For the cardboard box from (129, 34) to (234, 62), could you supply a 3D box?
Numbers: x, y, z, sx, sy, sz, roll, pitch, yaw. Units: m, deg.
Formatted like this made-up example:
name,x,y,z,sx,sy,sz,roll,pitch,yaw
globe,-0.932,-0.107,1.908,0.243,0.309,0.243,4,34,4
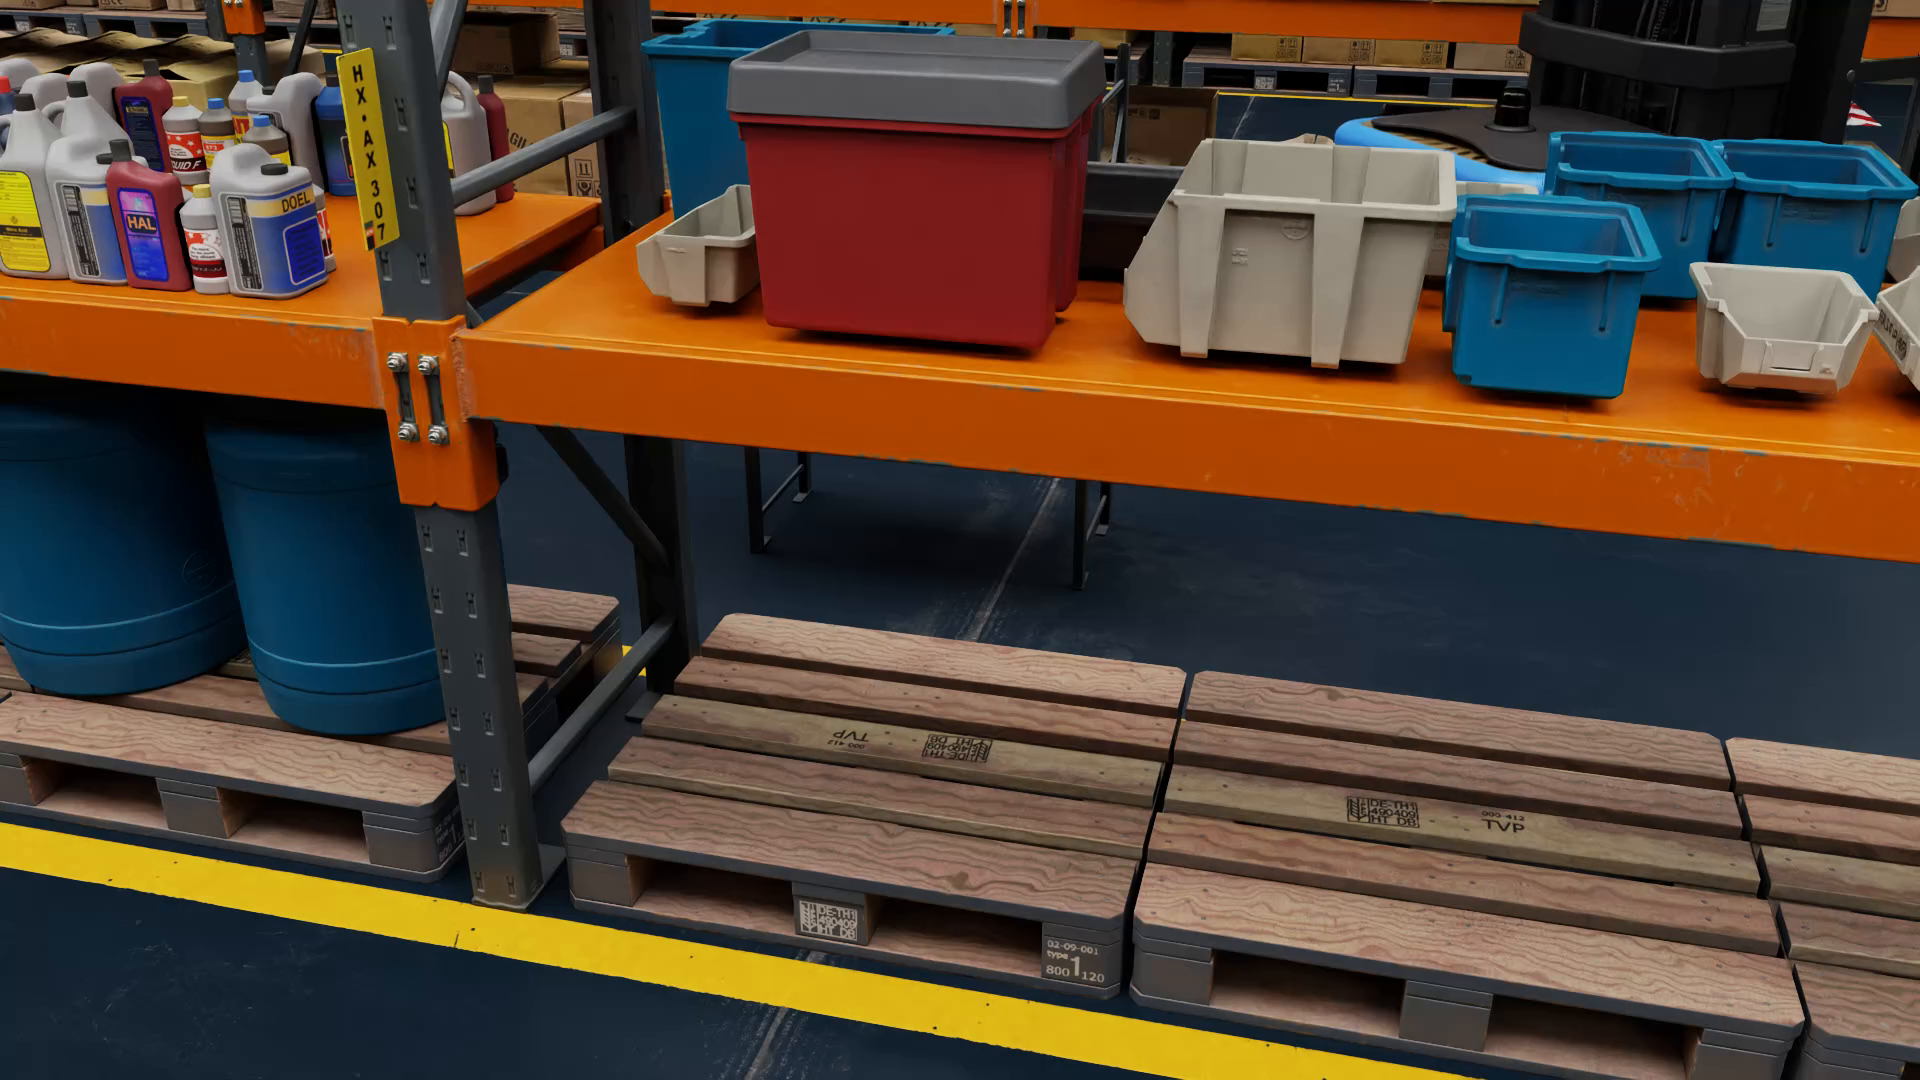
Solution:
name,x,y,z,sx,sy,sz,roll,pitch,yaw
cardboard box,-4.449,-2.689,9.466,0.500,0.311,0.500,6,26,12

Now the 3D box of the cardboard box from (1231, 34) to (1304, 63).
name,x,y,z,sx,sy,sz,roll,pitch,yaw
cardboard box,2.299,-3.829,12.223,0.500,0.500,0.700,7,26,14

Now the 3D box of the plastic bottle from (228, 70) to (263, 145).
name,x,y,z,sx,sy,sz,roll,pitch,yaw
plastic bottle,-1.680,-0.980,3.968,0.097,0.271,0.097,0,25,0

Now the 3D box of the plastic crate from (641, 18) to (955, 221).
name,x,y,z,sx,sy,sz,roll,pitch,yaw
plastic crate,-0.330,-0.878,3.554,0.575,0.384,0.392,6,26,13

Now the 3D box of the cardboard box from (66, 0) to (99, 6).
name,x,y,z,sx,sy,sz,roll,pitch,yaw
cardboard box,-7.692,-4.838,14.728,0.250,0.149,0.380,4,26,9

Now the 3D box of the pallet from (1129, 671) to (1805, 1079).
name,x,y,z,sx,sy,sz,roll,pitch,yaw
pallet,1.040,0.685,3.566,1.213,0.211,1.003,6,26,13

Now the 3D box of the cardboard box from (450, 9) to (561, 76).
name,x,y,z,sx,sy,sz,roll,pitch,yaw
cardboard box,-2.484,-2.658,8.868,0.500,0.250,0.500,7,26,15

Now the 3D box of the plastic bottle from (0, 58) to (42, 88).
name,x,y,z,sx,sy,sz,roll,pitch,yaw
plastic bottle,-2.342,-1.043,4.095,0.135,0.276,0.152,6,26,13

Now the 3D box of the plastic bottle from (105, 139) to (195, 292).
name,x,y,z,sx,sy,sz,roll,pitch,yaw
plastic bottle,-1.565,-0.627,3.214,0.133,0.283,0.061,6,26,13

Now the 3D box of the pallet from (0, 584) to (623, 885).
name,x,y,z,sx,sy,sz,roll,pitch,yaw
pallet,-1.604,0.393,4.180,1.213,0.211,1.003,6,26,13

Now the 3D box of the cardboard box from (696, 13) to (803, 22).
name,x,y,z,sx,sy,sz,roll,pitch,yaw
cardboard box,-1.594,-4.405,13.025,0.750,0.750,0.750,6,26,12

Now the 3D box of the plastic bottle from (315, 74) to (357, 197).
name,x,y,z,sx,sy,sz,roll,pitch,yaw
plastic bottle,-1.456,-0.955,3.916,0.097,0.271,0.097,0,25,0

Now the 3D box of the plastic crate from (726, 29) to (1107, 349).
name,x,y,z,sx,sy,sz,roll,pitch,yaw
plastic crate,-0.065,-0.623,2.924,0.583,0.464,0.402,6,26,13

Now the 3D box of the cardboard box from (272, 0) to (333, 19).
name,x,y,z,sx,sy,sz,roll,pitch,yaw
cardboard box,-5.431,-4.746,14.125,0.500,0.500,0.700,7,26,15

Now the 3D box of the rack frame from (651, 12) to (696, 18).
name,x,y,z,sx,sy,sz,roll,pitch,yaw
rack frame,-2.274,-5.319,12.933,0.127,3.000,1.000,6,26,13

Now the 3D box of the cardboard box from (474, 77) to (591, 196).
name,x,y,z,sx,sy,sz,roll,pitch,yaw
cardboard box,-2.141,-2.049,8.461,0.500,0.500,0.500,6,26,12

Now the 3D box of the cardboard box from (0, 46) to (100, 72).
name,x,y,z,sx,sy,sz,roll,pitch,yaw
cardboard box,-5.066,-2.520,9.111,0.500,0.311,0.500,6,26,13

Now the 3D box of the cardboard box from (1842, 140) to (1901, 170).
name,x,y,z,sx,sy,sz,roll,pitch,yaw
cardboard box,3.656,-1.426,7.151,0.500,0.500,0.500,6,26,13

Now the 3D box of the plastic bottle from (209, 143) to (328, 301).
name,x,y,z,sx,sy,sz,roll,pitch,yaw
plastic bottle,-1.329,-0.618,3.203,0.135,0.276,0.152,6,26,13

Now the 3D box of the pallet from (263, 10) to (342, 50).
name,x,y,z,sx,sy,sz,roll,pitch,yaw
pallet,-5.393,-4.406,14.258,1.213,0.211,1.003,6,26,13

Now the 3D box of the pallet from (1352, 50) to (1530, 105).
name,x,y,z,sx,sy,sz,roll,pitch,yaw
pallet,3.502,-3.388,12.121,1.213,0.211,1.003,6,26,13

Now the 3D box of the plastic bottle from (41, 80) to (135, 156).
name,x,y,z,sx,sy,sz,roll,pitch,yaw
plastic bottle,-1.803,-0.767,3.428,0.185,0.351,0.144,6,26,13

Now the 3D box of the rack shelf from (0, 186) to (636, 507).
name,x,y,z,sx,sy,sz,roll,pitch,yaw
rack shelf,-2.804,-0.656,3.975,4.000,0.370,1.077,6,26,13

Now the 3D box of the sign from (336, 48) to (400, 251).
name,x,y,z,sx,sy,sz,roll,pitch,yaw
sign,-1.006,-0.663,2.831,0.005,0.325,0.100,6,26,13

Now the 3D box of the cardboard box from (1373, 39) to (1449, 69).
name,x,y,z,sx,sy,sz,roll,pitch,yaw
cardboard box,3.281,-3.718,11.990,0.500,0.500,0.700,7,26,14

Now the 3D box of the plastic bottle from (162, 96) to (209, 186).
name,x,y,z,sx,sy,sz,roll,pitch,yaw
plastic bottle,-1.869,-0.969,4.027,0.097,0.201,0.097,0,25,0

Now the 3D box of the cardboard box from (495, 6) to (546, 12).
name,x,y,z,sx,sy,sz,roll,pitch,yaw
cardboard box,-3.454,-4.548,13.710,0.500,0.500,0.700,6,26,13

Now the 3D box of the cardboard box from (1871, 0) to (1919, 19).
name,x,y,z,sx,sy,sz,roll,pitch,yaw
cardboard box,3.743,-2.380,6.643,0.500,0.500,0.500,7,26,15

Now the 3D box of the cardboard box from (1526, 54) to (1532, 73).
name,x,y,z,sx,sy,sz,roll,pitch,yaw
cardboard box,4.287,-3.611,11.764,0.500,0.500,0.700,6,26,13

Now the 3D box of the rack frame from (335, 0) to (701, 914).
name,x,y,z,sx,sy,sz,roll,pitch,yaw
rack frame,-0.867,-0.767,3.371,0.127,3.000,1.000,6,26,13

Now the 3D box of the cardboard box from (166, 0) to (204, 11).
name,x,y,z,sx,sy,sz,roll,pitch,yaw
cardboard box,-6.673,-4.712,14.441,0.250,0.166,0.380,3,26,6

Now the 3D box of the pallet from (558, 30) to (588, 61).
name,x,y,z,sx,sy,sz,roll,pitch,yaw
pallet,-3.030,-4.144,13.710,1.213,0.211,1.003,6,26,13

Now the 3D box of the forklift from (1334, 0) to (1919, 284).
name,x,y,z,sx,sy,sz,roll,pitch,yaw
forklift,2.873,-1.895,5.821,3.031,2.935,1.130,-10,27,-21

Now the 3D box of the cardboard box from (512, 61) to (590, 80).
name,x,y,z,sx,sy,sz,roll,pitch,yaw
cardboard box,-2.038,-2.269,8.922,0.500,0.500,0.500,5,26,11

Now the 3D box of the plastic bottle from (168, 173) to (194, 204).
name,x,y,z,sx,sy,sz,roll,pitch,yaw
plastic bottle,-1.563,-0.625,3.305,0.097,0.201,0.097,0,25,0

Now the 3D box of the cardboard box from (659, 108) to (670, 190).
name,x,y,z,sx,sy,sz,roll,pitch,yaw
cardboard box,-1.141,-1.942,8.236,0.500,0.500,0.500,7,26,14

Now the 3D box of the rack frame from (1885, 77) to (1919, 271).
name,x,y,z,sx,sy,sz,roll,pitch,yaw
rack frame,4.244,-2.400,6.802,0.127,3.000,1.000,6,26,13

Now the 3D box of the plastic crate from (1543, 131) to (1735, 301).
name,x,y,z,sx,sy,sz,roll,pitch,yaw
plastic crate,1.284,-0.626,3.201,0.300,0.233,0.416,6,26,13

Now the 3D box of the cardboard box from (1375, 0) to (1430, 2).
name,x,y,z,sx,sy,sz,roll,pitch,yaw
cardboard box,1.777,-2.597,7.100,0.500,0.500,0.500,6,26,13

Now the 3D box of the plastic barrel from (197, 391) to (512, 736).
name,x,y,z,sx,sy,sz,roll,pitch,yaw
plastic barrel,-1.390,-0.074,3.869,0.708,0.901,0.600,6,26,13

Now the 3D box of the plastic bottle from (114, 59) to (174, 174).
name,x,y,z,sx,sy,sz,roll,pitch,yaw
plastic bottle,-1.976,-1.026,4.051,0.133,0.283,0.061,6,26,13

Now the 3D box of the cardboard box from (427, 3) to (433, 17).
name,x,y,z,sx,sy,sz,roll,pitch,yaw
cardboard box,-4.434,-4.640,13.902,0.500,0.500,0.700,7,26,14

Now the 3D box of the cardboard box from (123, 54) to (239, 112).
name,x,y,z,sx,sy,sz,roll,pitch,yaw
cardboard box,-4.072,-2.411,8.883,0.500,0.311,0.500,7,26,14

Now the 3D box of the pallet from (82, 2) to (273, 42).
name,x,y,z,sx,sy,sz,roll,pitch,yaw
pallet,-6.807,-4.546,14.552,1.213,0.211,1.003,6,26,13

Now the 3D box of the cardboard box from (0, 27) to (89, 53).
name,x,y,z,sx,sy,sz,roll,pitch,yaw
cardboard box,-5.440,-2.799,9.698,0.500,0.311,0.500,6,26,12

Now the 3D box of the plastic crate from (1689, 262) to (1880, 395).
name,x,y,z,sx,sy,sz,roll,pitch,yaw
plastic crate,1.328,-0.339,2.709,0.250,0.136,0.298,6,26,13

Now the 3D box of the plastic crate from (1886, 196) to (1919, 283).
name,x,y,z,sx,sy,sz,roll,pitch,yaw
plastic crate,1.903,-0.551,3.155,0.298,0.136,0.250,6,26,13

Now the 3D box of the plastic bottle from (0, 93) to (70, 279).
name,x,y,z,sx,sy,sz,roll,pitch,yaw
plastic bottle,-1.839,-0.706,3.302,0.185,0.351,0.144,6,26,13

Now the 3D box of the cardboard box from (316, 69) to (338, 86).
name,x,y,z,sx,sy,sz,roll,pitch,yaw
cardboard box,-3.134,-2.159,8.691,0.500,0.500,0.500,7,26,15

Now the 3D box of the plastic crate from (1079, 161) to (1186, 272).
name,x,y,z,sx,sy,sz,roll,pitch,yaw
plastic crate,0.284,-0.661,3.400,0.590,0.125,0.437,6,26,13

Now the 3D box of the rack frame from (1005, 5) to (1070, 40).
name,x,y,z,sx,sy,sz,roll,pitch,yaw
rack frame,0.370,-2.828,7.701,0.127,3.000,1.000,6,26,13

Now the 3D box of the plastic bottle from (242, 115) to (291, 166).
name,x,y,z,sx,sy,sz,roll,pitch,yaw
plastic bottle,-1.588,-0.870,3.820,0.097,0.201,0.097,0,25,0

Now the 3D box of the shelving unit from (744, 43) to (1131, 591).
name,x,y,z,sx,sy,sz,roll,pitch,yaw
shelving unit,-0.083,-0.686,4.947,1.048,1.500,0.538,6,26,13

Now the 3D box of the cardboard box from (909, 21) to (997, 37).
name,x,y,z,sx,sy,sz,roll,pitch,yaw
cardboard box,0.077,-4.219,12.635,0.750,0.750,0.750,7,26,15

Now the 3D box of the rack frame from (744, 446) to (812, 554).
name,x,y,z,sx,sy,sz,roll,pitch,yaw
rack frame,-0.575,-0.741,5.061,0.032,1.500,0.500,6,26,13

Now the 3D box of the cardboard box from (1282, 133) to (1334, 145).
name,x,y,z,sx,sy,sz,roll,pitch,yaw
cardboard box,1.719,-1.790,8.136,0.500,0.311,0.500,6,26,13

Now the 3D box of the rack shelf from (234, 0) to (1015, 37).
name,x,y,z,sx,sy,sz,roll,pitch,yaw
rack shelf,-1.567,-2.718,8.306,4.000,0.370,1.077,6,26,13
